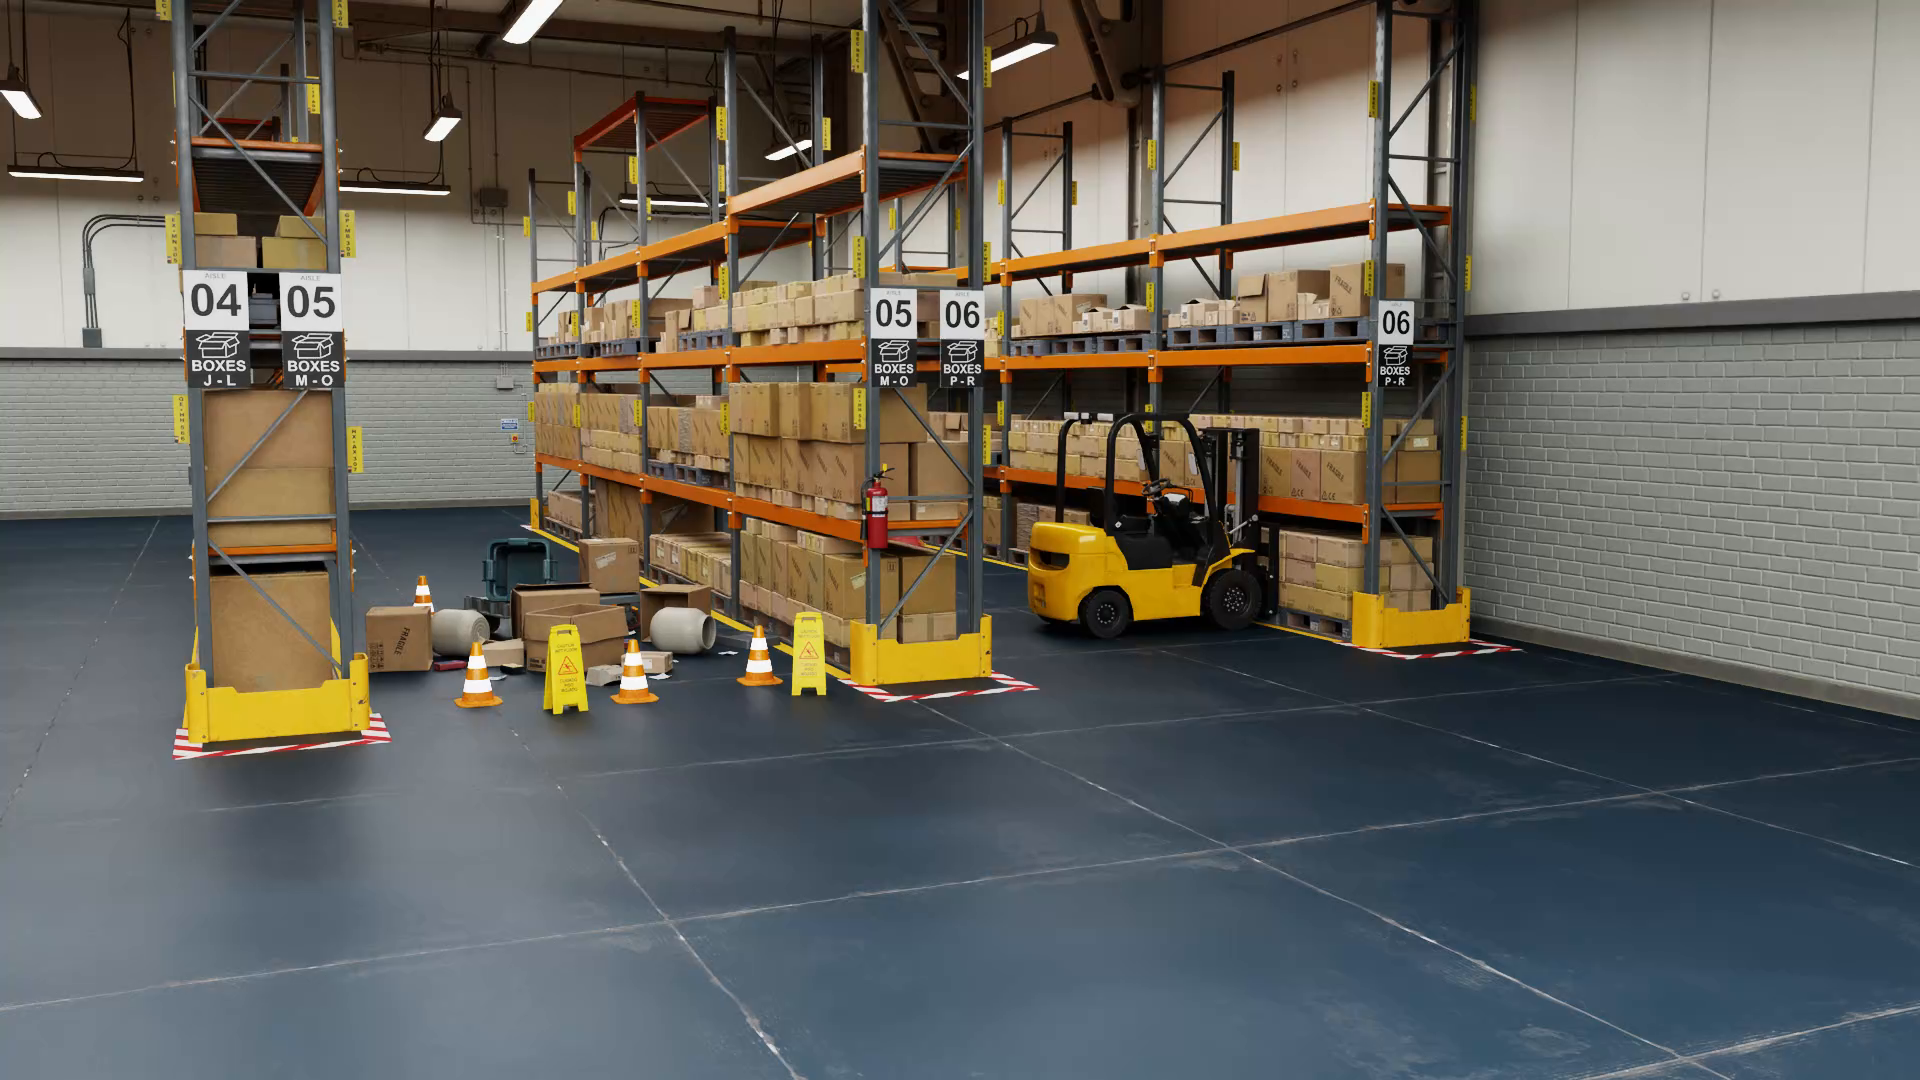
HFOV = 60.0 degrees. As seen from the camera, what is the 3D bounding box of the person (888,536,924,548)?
[{"bbox_3d":[-0.657,0.251,18.225,0.530,0.989,0.884,-3,6,-27],"label":"person"}]
